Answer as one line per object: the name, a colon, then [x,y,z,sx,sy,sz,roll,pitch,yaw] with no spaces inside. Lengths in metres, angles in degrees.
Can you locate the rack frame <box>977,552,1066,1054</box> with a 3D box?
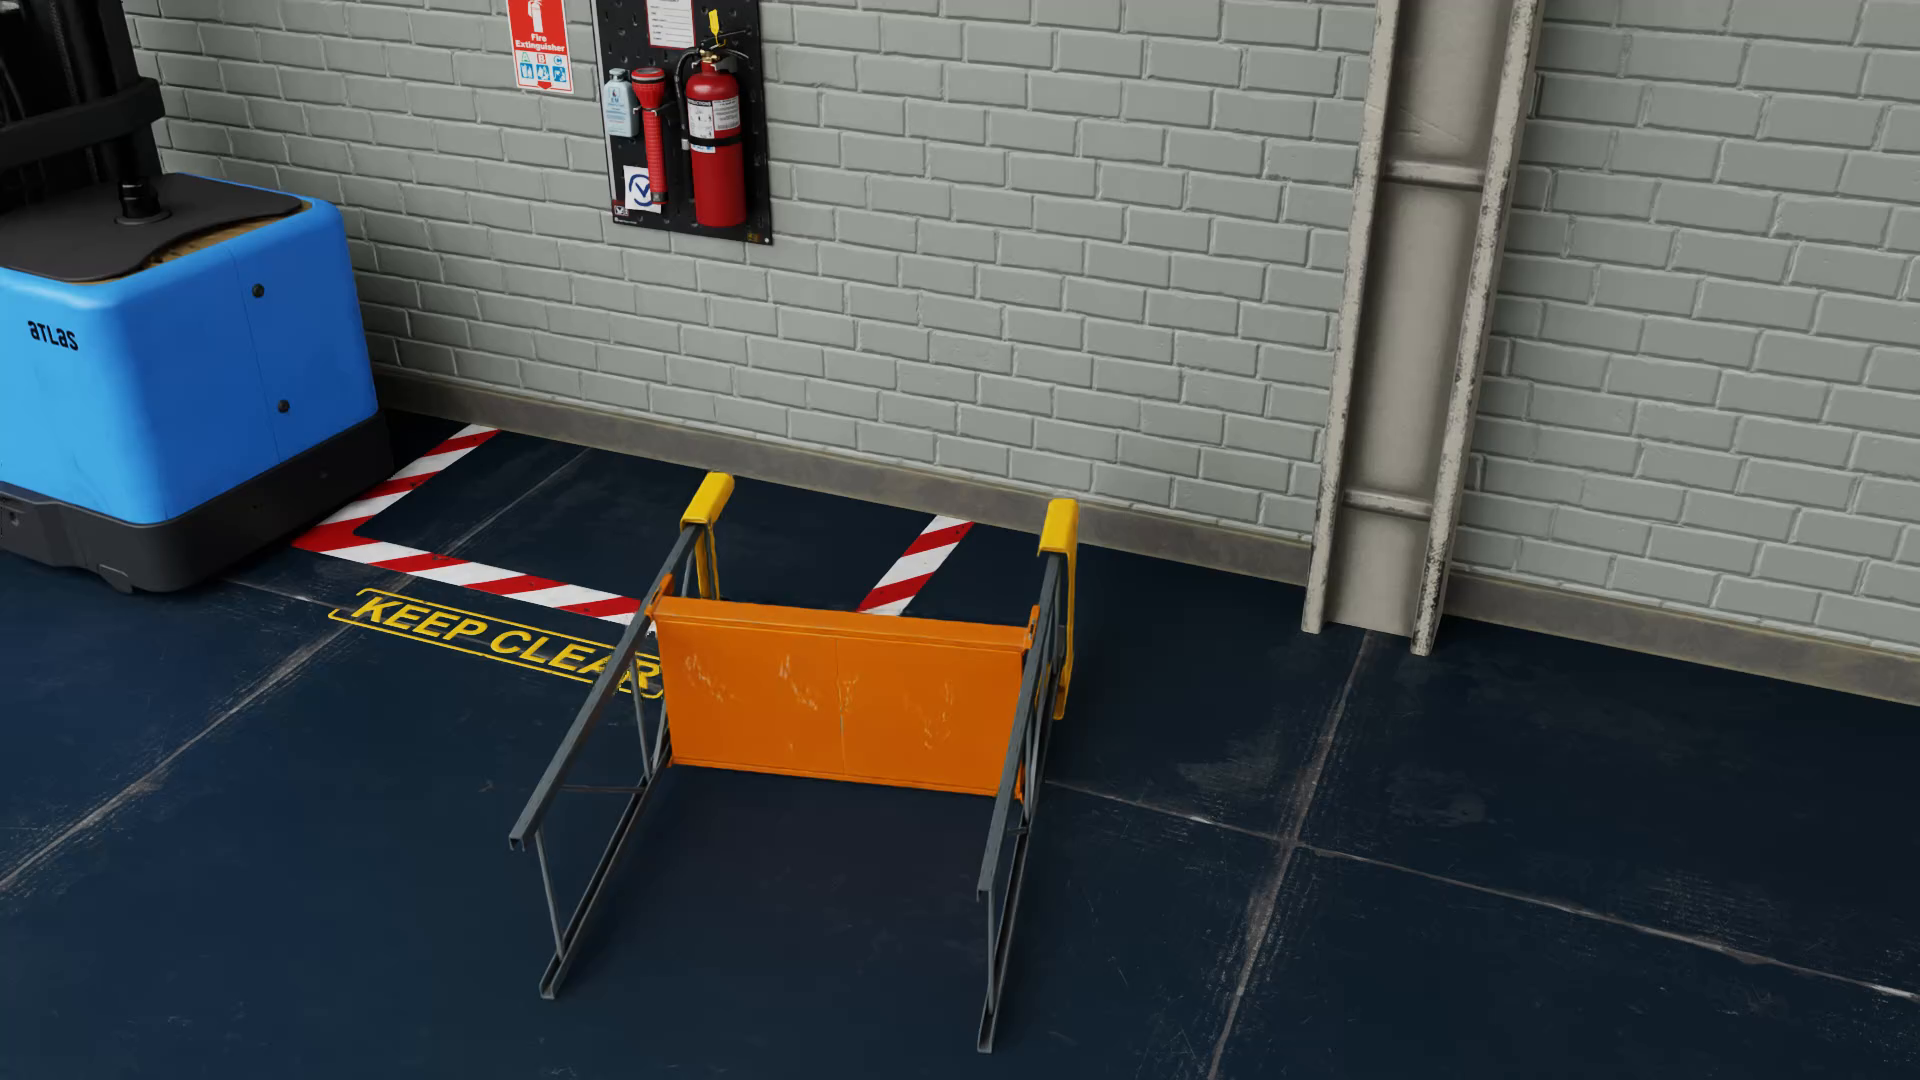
rack frame: [0.173,0.530,4.179,0.032,0.500,1.500,5,33,8]

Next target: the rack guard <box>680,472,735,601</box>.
rack guard: [-0.711,0.120,4.839,0.087,0.587,0.250,5,33,8]

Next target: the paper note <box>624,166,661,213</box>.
paper note: [-1.097,-1.209,5.736,0.142,0.148,0.016,11,31,19]

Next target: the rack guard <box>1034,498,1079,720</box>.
rack guard: [0.272,0.199,4.699,0.087,0.587,0.250,5,33,8]

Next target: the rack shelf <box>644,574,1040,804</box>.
rack shelf: [-0.300,0.394,4.400,1.000,0.538,0.185,5,33,8]

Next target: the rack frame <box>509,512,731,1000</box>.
rack frame: [-0.830,0.449,4.321,0.032,0.500,1.500,5,33,8]

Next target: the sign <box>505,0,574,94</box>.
sign: [-1.432,-1.693,5.661,0.234,0.329,0.001,11,31,19]

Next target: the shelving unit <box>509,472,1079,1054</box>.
shelving unit: [-0.320,0.490,4.249,1.083,0.587,1.500,5,33,8]

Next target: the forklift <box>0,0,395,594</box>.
forklift: [-3.608,-1.601,5.604,3.031,2.935,1.130,14,33,24]

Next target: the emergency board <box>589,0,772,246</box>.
emergency board: [-0.958,-1.529,5.406,0.643,1.169,0.194,11,31,19]
